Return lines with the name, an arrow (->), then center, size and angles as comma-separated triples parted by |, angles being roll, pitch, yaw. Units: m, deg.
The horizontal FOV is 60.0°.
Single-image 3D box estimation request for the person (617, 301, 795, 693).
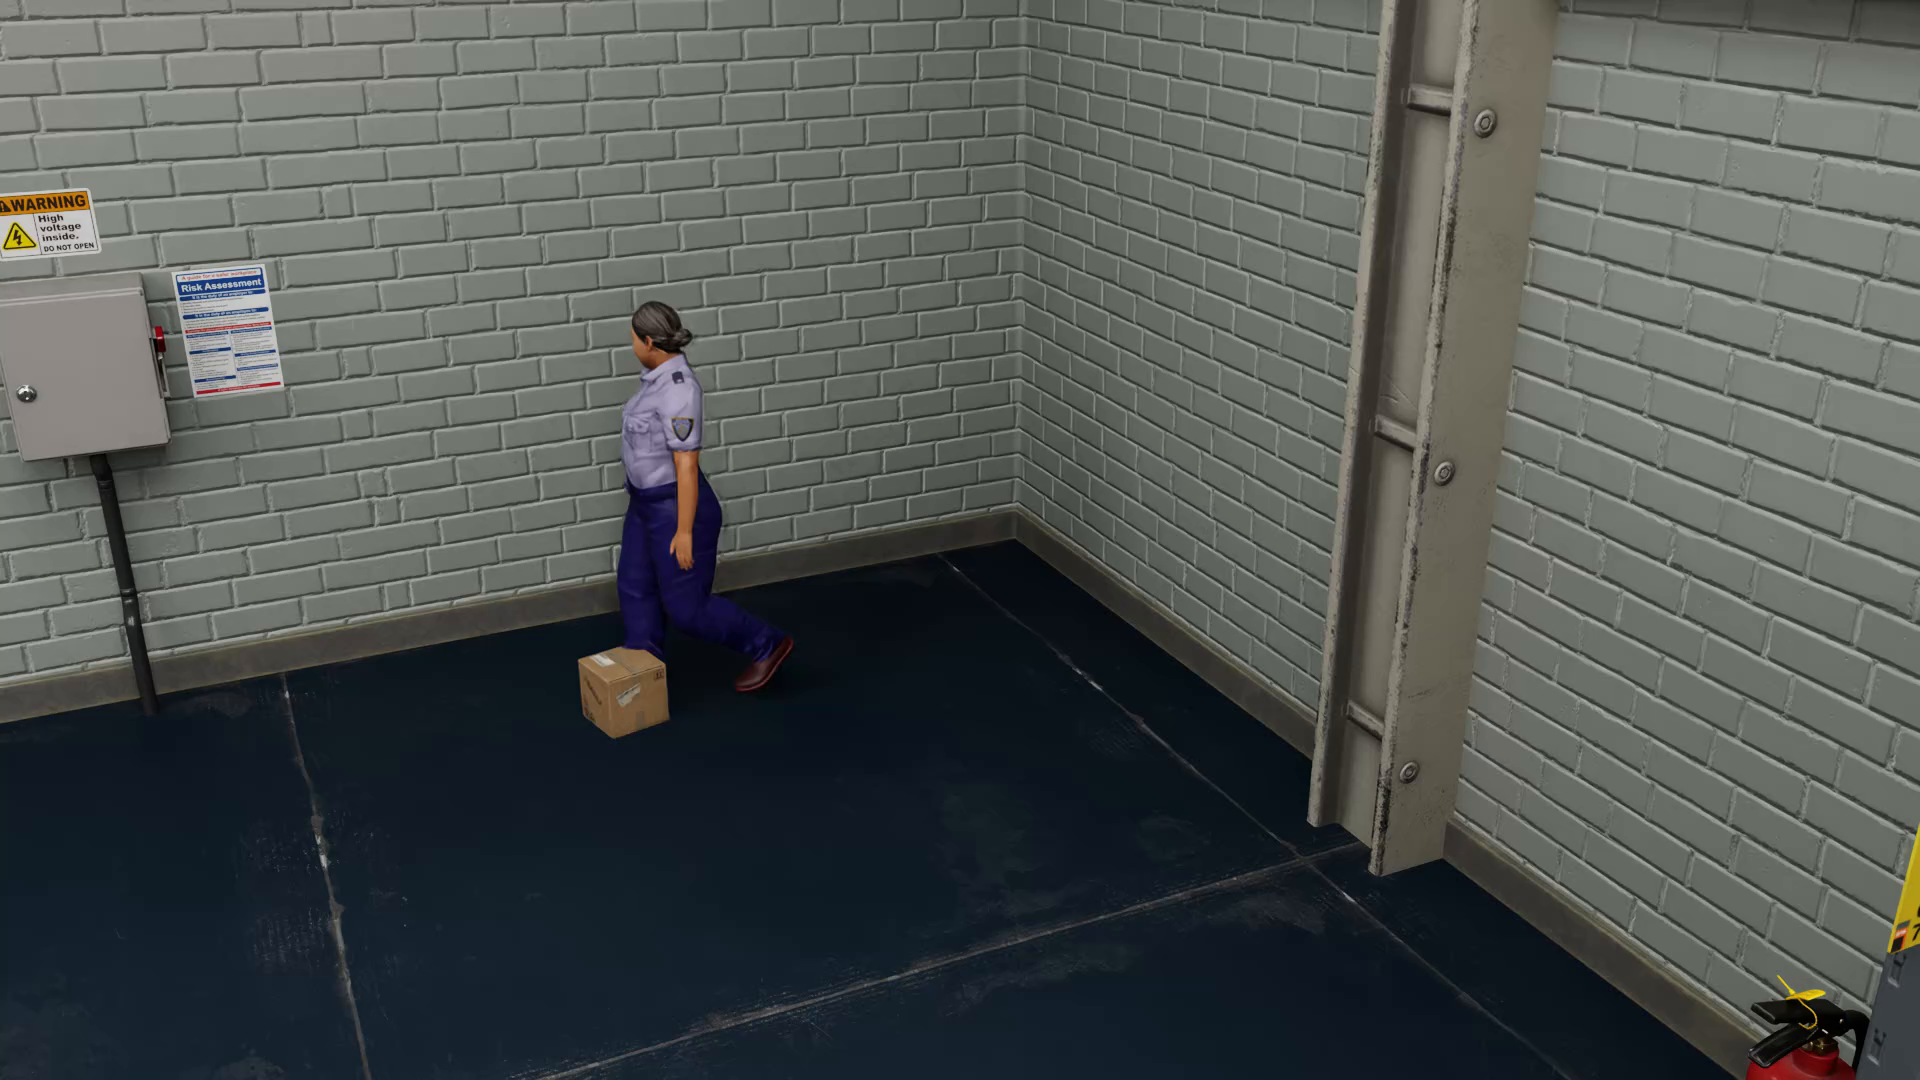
person -> -1.067, -0.113, 6.364 | 0.815, 1.622, 0.507 | -9, 24, -21
